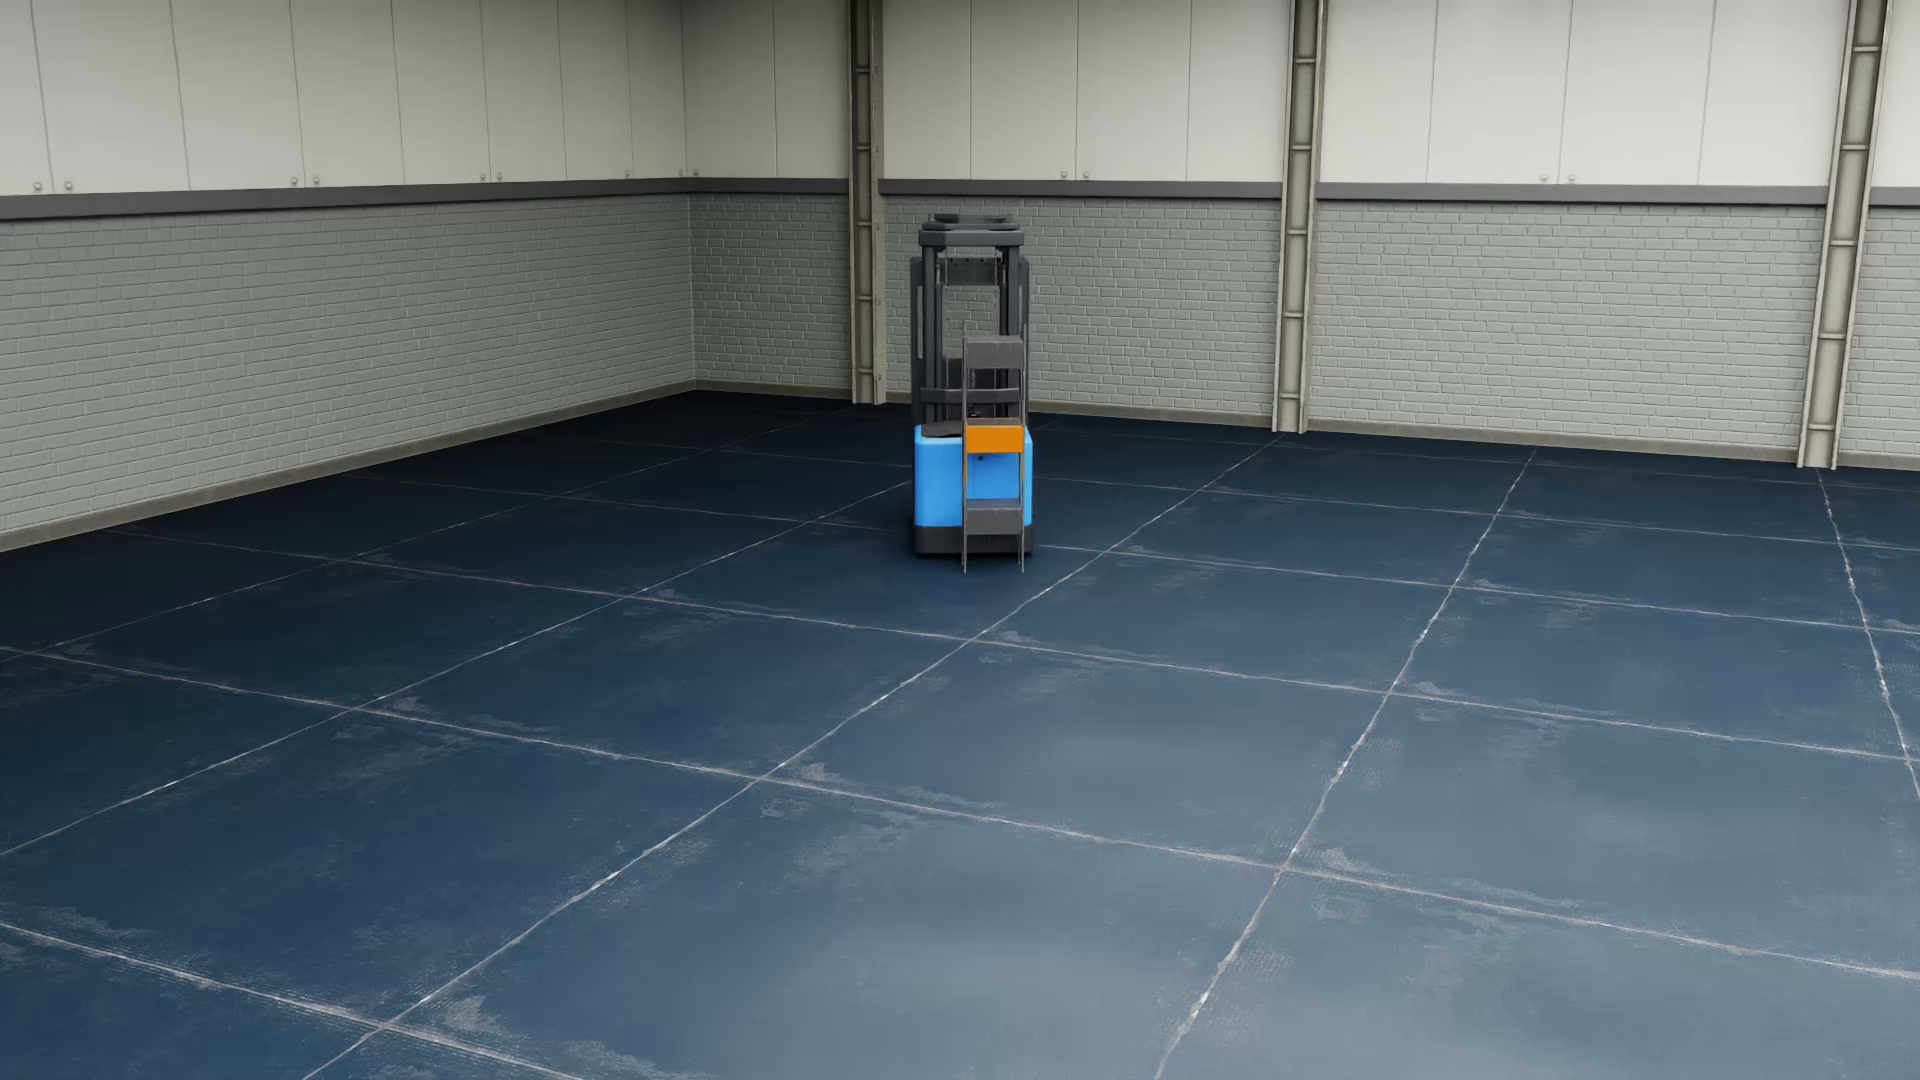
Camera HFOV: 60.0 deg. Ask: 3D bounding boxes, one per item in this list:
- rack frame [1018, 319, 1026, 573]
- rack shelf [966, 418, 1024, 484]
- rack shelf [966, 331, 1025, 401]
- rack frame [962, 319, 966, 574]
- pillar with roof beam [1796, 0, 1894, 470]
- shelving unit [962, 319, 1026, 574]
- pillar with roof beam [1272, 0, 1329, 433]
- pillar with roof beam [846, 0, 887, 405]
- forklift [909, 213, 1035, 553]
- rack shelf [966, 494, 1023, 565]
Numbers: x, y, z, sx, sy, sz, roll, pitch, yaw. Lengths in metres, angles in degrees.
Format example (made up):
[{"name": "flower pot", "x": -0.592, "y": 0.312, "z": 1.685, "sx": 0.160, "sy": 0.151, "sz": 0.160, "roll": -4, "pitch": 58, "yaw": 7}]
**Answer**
[{"name": "rack frame", "x": 0.522, "y": -0.788, "z": 13.992, "sx": 0.015, "sy": 2.100, "sz": 0.400, "roll": -1, "pitch": 14, "yaw": -3}, {"name": "rack shelf", "x": 0.278, "y": -0.772, "z": 13.984, "sx": 0.480, "sy": 0.518, "sz": 0.431, "roll": -1, "pitch": 14, "yaw": -3}, {"name": "rack shelf", "x": 0.278, "y": -1.450, "z": 13.812, "sx": 0.480, "sy": 0.518, "sz": 0.431, "roll": -1, "pitch": 14, "yaw": -3}, {"name": "rack frame", "x": 0.034, "y": -0.782, "z": 13.970, "sx": 0.015, "sy": 2.100, "sz": 0.400, "roll": -1, "pitch": 14, "yaw": -3}, {"name": "pillar with roof beam", "x": 7.945, "y": -4.321, "z": 13.965, "sx": 0.400, "sy": 9.000, "sz": 9.100, "roll": 6, "pitch": 14, "yaw": 23}, {"name": "shelving unit", "x": 0.278, "y": -0.785, "z": 13.981, "sx": 0.503, "sy": 2.100, "sz": 0.431, "roll": -1, "pitch": 14, "yaw": -3}, {"name": "pillar with roof beam", "x": 2.459, "y": -4.876, "z": 16.331, "sx": 0.400, "sy": 9.000, "sz": 9.100, "roll": 6, "pitch": 14, "yaw": 23}, {"name": "pillar with roof beam", "x": -3.027, "y": -5.431, "z": 18.697, "sx": 0.400, "sy": 9.000, "sz": 9.100, "roll": 6, "pitch": 14, "yaw": 23}, {"name": "forklift", "x": 0.085, "y": -1.590, "z": 15.610, "sx": 1.130, "sy": 2.935, "sz": 3.031, "roll": 0, "pitch": 13, "yaw": -1}, {"name": "rack shelf", "x": 0.278, "y": -0.093, "z": 14.156, "sx": 0.480, "sy": 0.518, "sz": 0.431, "roll": -1, "pitch": 14, "yaw": -3}]
